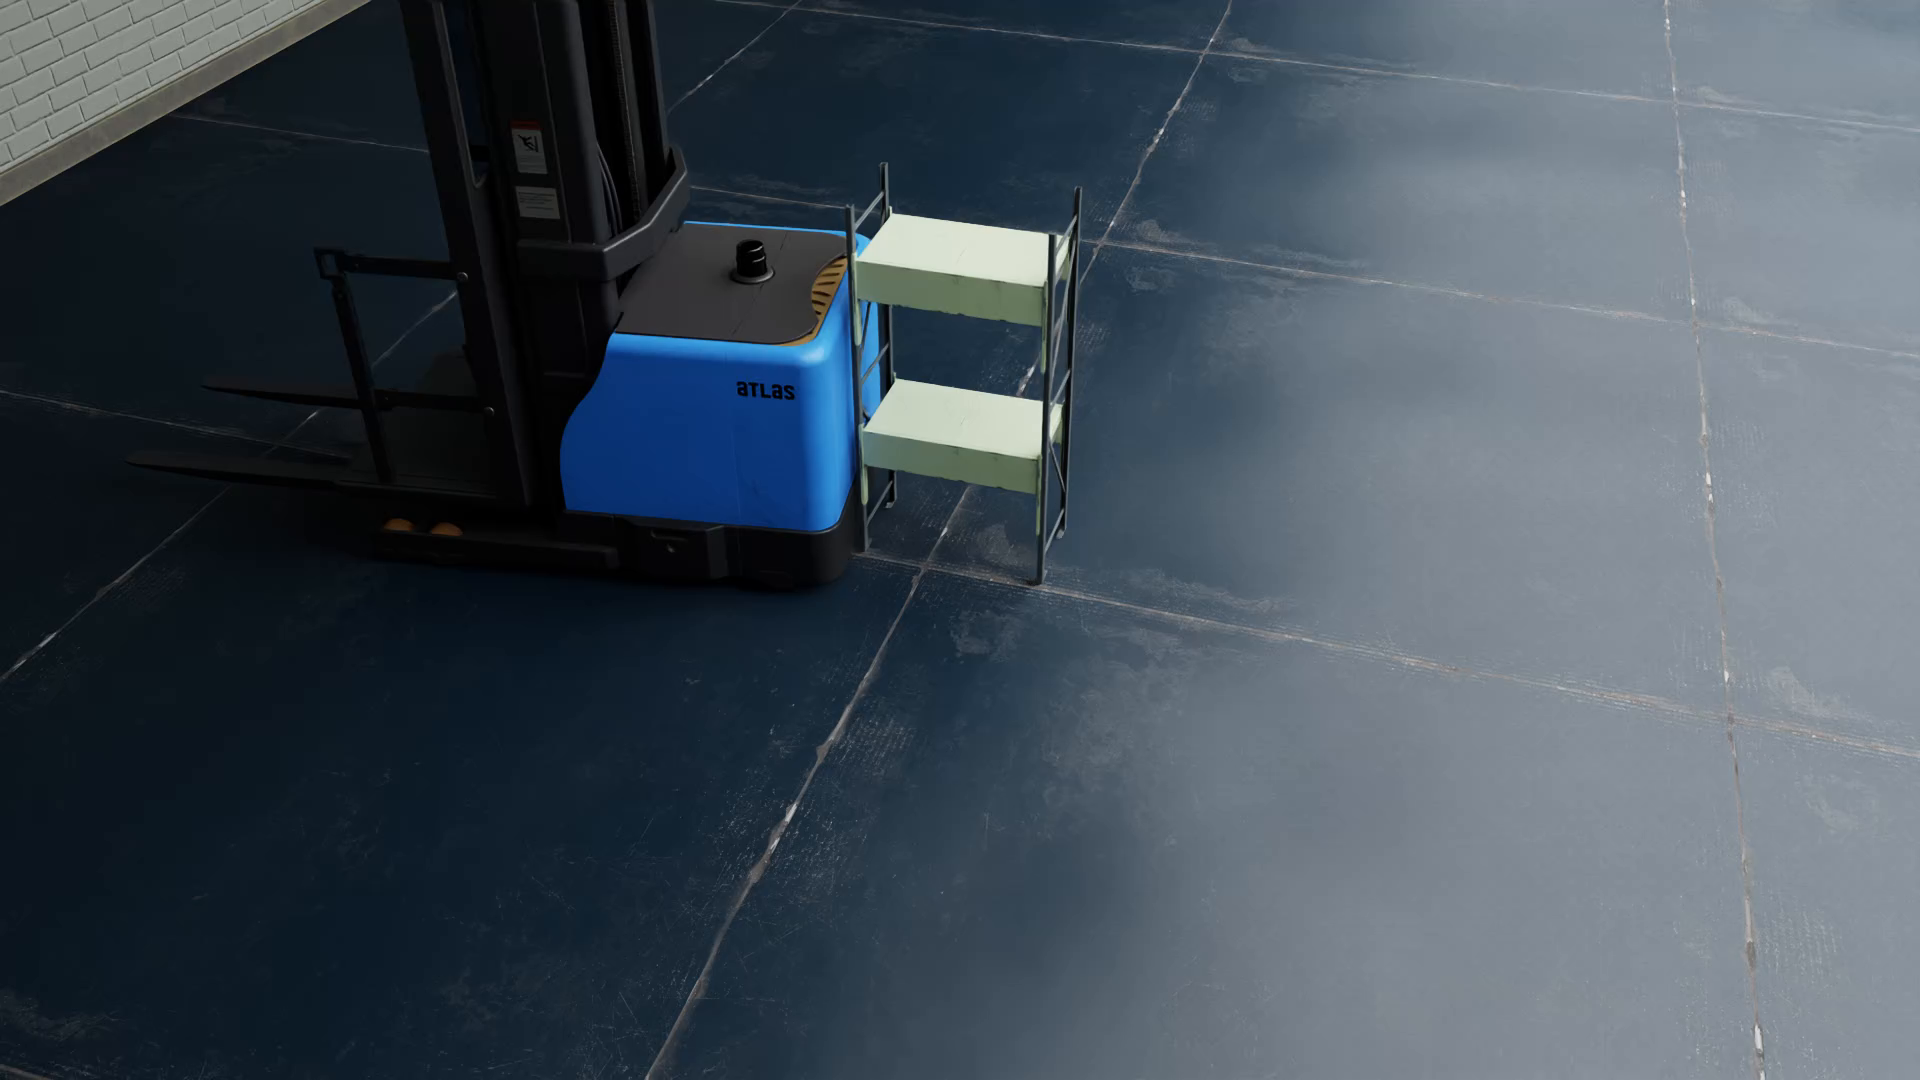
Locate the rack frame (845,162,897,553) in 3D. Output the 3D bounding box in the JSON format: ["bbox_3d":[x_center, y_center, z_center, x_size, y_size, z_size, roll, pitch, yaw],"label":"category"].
[{"bbox_3d":[-0.333,-0.668,6.393,0.023,1.500,0.400,10,38,13],"label":"rack frame"}]

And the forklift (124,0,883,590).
[{"bbox_3d":[-1.883,-1.386,6.160,3.031,2.935,1.130,5,37,7],"label":"forklift"}]

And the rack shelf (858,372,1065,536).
[{"bbox_3d":[0.017,-0.343,6.501,0.720,0.370,0.431,10,38,13],"label":"rack shelf"}]

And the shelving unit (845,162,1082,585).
[{"bbox_3d":[0.017,-0.606,6.308,0.755,1.500,0.431,10,38,13],"label":"shelving unit"}]

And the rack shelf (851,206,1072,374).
[{"bbox_3d":[0.017,-0.920,6.076,0.720,0.370,0.431,10,38,13],"label":"rack shelf"}]

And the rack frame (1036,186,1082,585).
[{"bbox_3d":[0.368,-0.543,6.223,0.023,1.500,0.400,10,38,13],"label":"rack frame"}]
